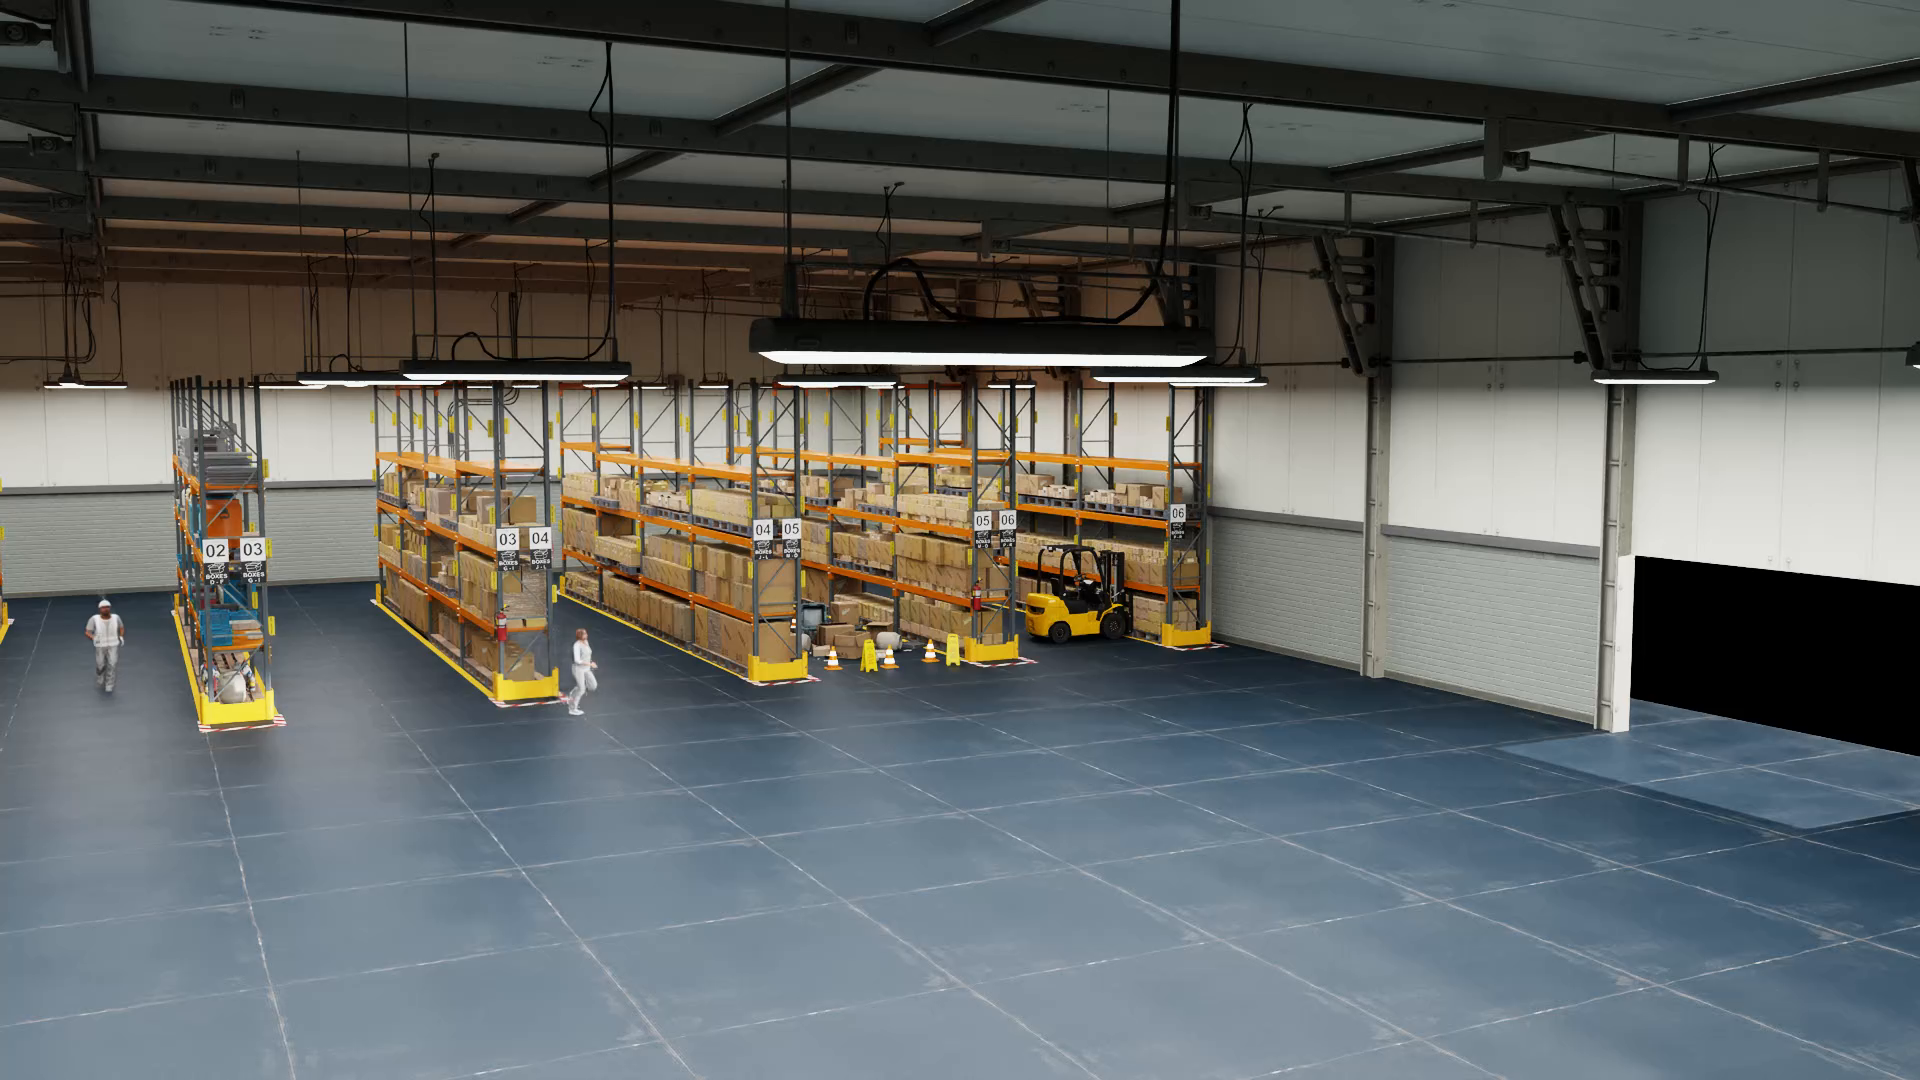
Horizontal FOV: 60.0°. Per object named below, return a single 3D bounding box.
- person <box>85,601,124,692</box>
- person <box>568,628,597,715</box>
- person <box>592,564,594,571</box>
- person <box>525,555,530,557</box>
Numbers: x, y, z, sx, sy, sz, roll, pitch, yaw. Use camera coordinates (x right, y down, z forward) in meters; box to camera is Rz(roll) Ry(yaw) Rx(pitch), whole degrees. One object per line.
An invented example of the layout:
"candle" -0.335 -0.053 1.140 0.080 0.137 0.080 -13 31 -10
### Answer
"person" -16.353 2.023 31.849 0.678 1.741 0.679 -4 6 -37
"person" -6.675 2.325 29.516 0.603 1.551 0.563 1 5 15
"person" -10.607 0.535 48.818 0.619 1.740 0.696 1 5 15
"person" -12.105 0.801 46.036 0.660 1.771 0.728 -1 5 -10
